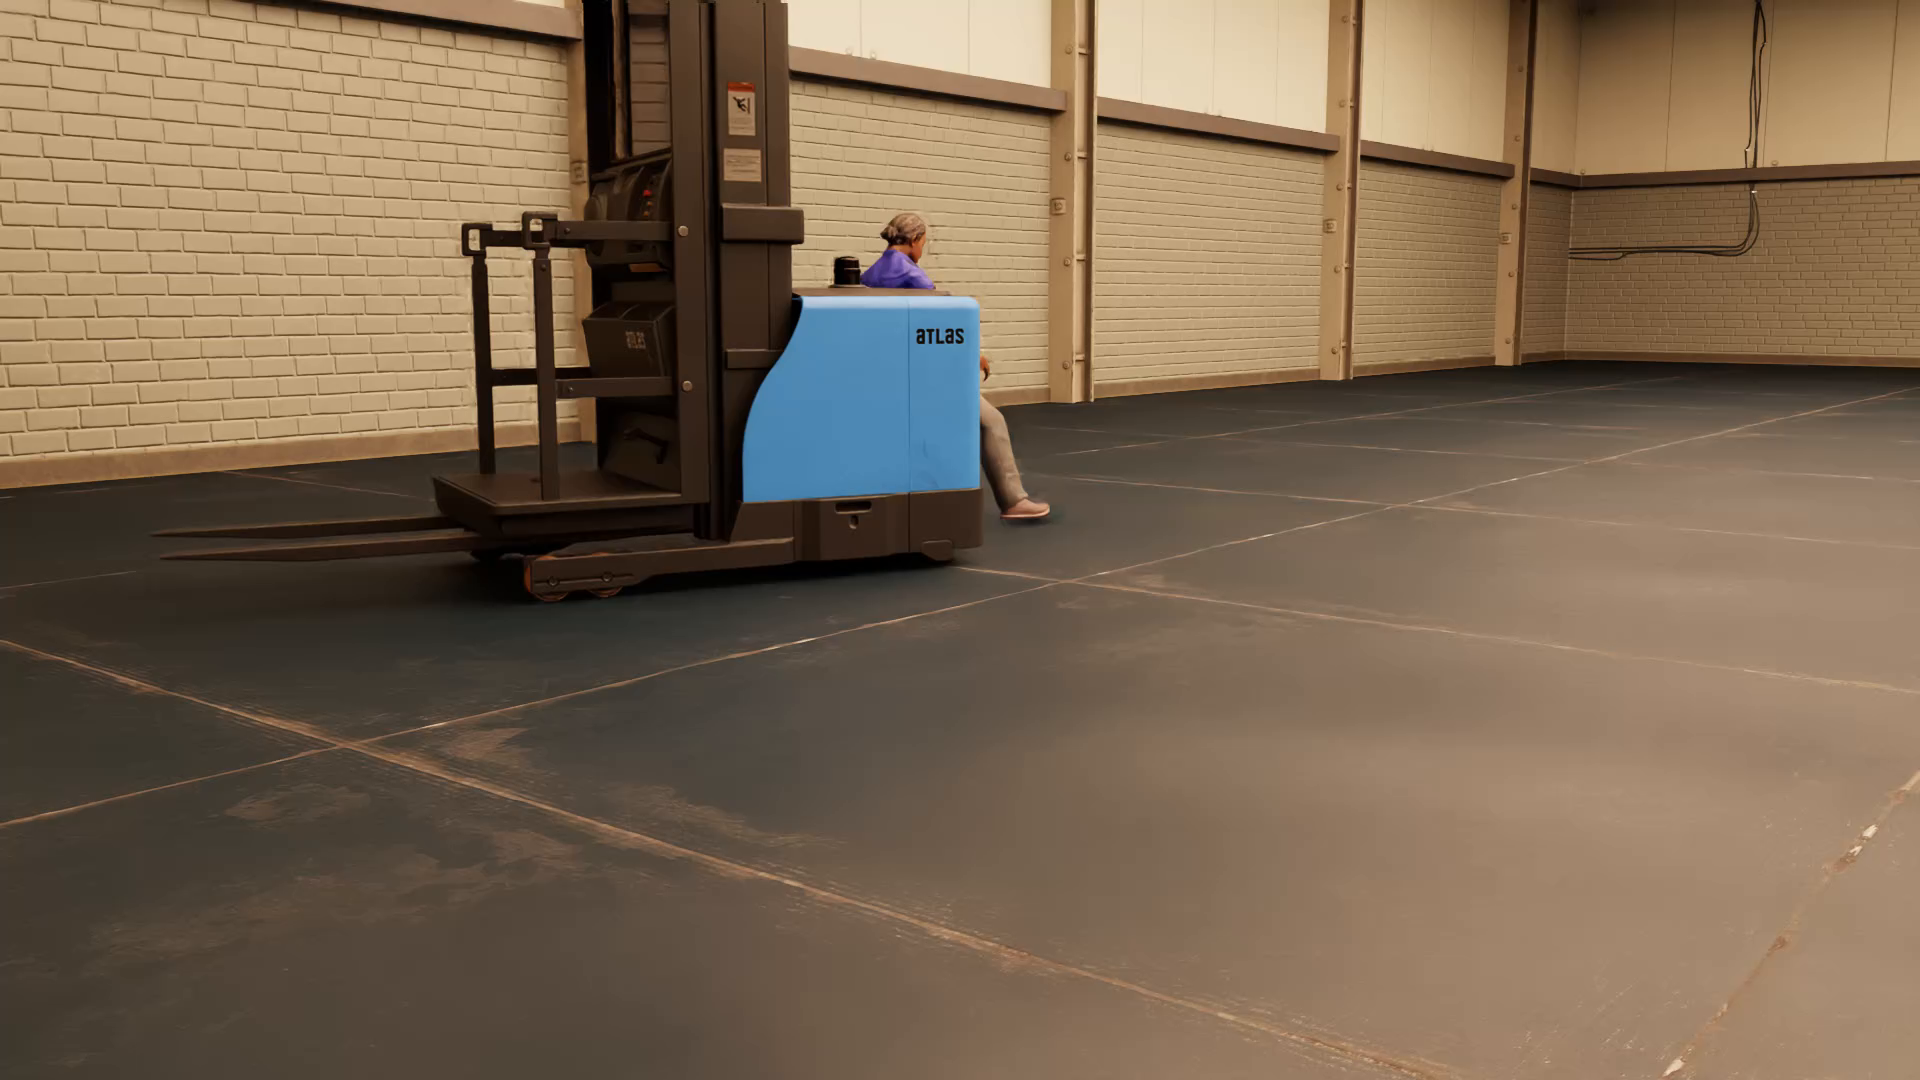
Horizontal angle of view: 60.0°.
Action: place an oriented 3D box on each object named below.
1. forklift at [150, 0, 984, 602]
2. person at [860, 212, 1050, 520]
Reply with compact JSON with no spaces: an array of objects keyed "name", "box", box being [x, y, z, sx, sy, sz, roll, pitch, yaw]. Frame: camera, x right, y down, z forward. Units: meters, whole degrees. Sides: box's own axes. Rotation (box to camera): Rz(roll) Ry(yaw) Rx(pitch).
[{"name":"forklift","box":[-1.450,-1.317,6.279,3.031,2.935,1.130,-4,9,-28]},{"name":"person","box":[-0.207,-0.800,7.983,0.938,1.519,0.979,-7,11,-40]}]
